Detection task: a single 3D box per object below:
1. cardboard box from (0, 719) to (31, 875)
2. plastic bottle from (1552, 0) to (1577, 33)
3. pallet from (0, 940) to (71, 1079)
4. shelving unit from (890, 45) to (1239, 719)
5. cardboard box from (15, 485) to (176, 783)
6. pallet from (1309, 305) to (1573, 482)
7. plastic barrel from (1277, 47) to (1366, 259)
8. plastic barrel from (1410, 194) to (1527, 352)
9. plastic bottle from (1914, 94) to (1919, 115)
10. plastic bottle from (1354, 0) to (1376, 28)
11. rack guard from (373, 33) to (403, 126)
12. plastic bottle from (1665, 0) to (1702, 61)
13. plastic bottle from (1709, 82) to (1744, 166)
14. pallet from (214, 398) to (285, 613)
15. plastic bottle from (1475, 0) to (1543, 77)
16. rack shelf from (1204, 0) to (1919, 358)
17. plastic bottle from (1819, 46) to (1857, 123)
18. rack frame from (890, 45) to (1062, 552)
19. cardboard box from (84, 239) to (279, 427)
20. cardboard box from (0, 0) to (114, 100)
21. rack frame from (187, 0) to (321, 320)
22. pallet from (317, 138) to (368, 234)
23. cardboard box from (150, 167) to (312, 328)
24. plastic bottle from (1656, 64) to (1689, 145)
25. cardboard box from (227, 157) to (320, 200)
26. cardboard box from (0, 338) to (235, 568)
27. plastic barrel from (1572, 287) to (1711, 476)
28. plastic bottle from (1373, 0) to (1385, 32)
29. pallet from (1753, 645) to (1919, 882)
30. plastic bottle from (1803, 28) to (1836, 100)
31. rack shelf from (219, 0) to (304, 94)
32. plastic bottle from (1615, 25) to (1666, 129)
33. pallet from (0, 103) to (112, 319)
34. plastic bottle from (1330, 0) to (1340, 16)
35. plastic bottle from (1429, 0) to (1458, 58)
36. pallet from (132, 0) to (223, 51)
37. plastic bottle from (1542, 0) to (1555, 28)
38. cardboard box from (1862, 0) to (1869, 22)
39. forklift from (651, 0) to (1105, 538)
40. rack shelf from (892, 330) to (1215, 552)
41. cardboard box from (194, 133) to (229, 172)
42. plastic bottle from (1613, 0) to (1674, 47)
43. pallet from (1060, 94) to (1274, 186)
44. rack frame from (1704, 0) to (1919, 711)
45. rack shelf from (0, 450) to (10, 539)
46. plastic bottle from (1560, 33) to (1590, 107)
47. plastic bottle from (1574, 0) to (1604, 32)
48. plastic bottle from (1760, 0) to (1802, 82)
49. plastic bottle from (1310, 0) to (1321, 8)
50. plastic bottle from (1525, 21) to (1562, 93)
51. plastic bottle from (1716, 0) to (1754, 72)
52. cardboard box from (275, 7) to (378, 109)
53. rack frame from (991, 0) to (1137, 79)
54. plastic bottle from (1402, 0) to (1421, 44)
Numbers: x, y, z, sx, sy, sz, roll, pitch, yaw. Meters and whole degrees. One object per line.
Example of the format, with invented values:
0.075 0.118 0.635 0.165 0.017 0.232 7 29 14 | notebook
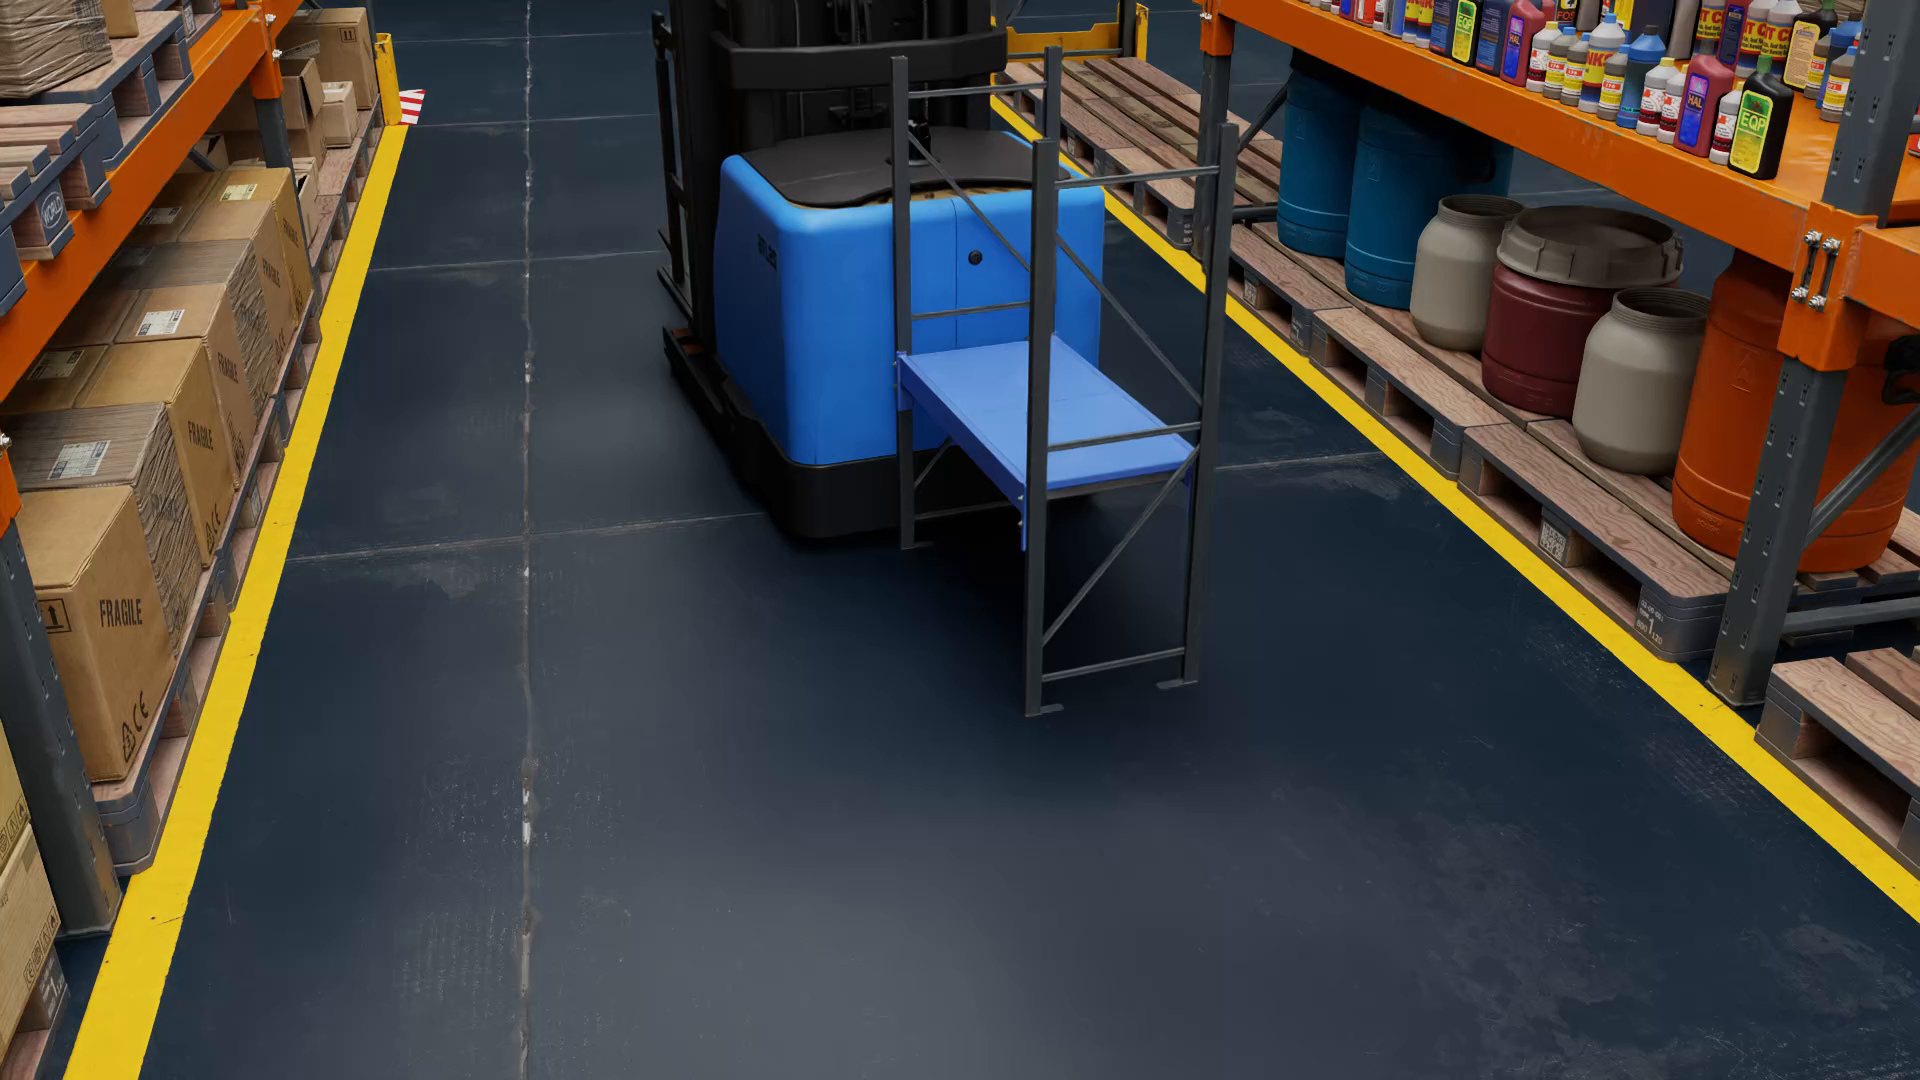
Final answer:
-1.965 0.526 2.841 0.500 0.311 0.500 -5 27 -10 | cardboard box
2.167 -1.965 5.956 0.097 0.271 0.097 0 27 0 | plastic bottle
-2.176 1.142 2.753 1.003 0.211 1.213 -6 27 -12 | pallet
0.224 -0.464 4.504 0.538 1.500 1.048 -9 28 -18 | shelving unit
-2.147 0.222 3.766 0.500 0.500 0.500 -5 27 -9 | cardboard box
2.014 -0.601 6.207 1.003 0.211 1.213 -6 27 -12 | pallet
1.708 -1.736 7.223 0.600 0.901 0.708 -6 27 -12 | plastic barrel
1.908 -0.994 6.186 0.421 0.512 0.421 0 27 0 | plastic barrel
2.691 -1.289 4.605 0.061 0.283 0.133 -6 27 -12 | plastic bottle
1.544 -2.022 6.065 0.152 0.276 0.135 -6 27 -12 | plastic bottle
-4.109 -2.831 10.304 1.175 0.500 0.348 -6 27 -12 | rack guard
2.408 -1.746 5.518 0.152 0.276 0.135 -6 27 -12 | plastic bottle
1.988 -1.068 4.257 0.097 0.201 0.097 0 27 0 | plastic bottle
-2.726 -0.090 5.193 1.003 0.211 1.213 -6 27 -12 | pallet
1.744 -1.658 5.260 0.144 0.351 0.185 -6 27 -12 | plastic bottle
2.053 -1.527 5.744 1.077 0.370 4.000 -6 27 -12 | rack shelf
2.499 -1.286 4.689 0.097 0.201 0.097 0 27 0 | plastic bottle
0.047 -0.678 4.930 0.500 1.500 0.032 -9 28 -18 | rack frame
-2.619 -0.679 5.553 0.500 0.500 0.500 -6 27 -11 | cardboard box
-2.595 -1.386 4.091 0.700 0.500 0.500 -1 27 -2 | cardboard box
-3.225 -2.224 6.328 1.000 3.000 0.127 -6 27 -12 | rack frame
-3.657 -1.818 8.617 1.003 0.211 1.213 -6 27 -12 | pallet
-2.834 -1.117 6.421 0.500 0.500 0.500 -6 27 -12 | cardboard box
1.936 -1.169 4.458 0.097 0.201 0.097 0 27 0 | plastic bottle
-3.313 -1.741 8.026 0.380 0.166 0.250 -6 27 -12 | cardboard box
-2.379 -0.228 4.658 0.500 0.500 0.500 -6 27 -12 | cardboard box
2.162 -0.498 5.203 0.421 0.512 0.421 0 27 0 | plastic barrel
1.543 -1.935 5.975 0.097 0.201 0.097 0 27 0 | plastic bottle
2.640 0.619 3.789 1.003 0.211 1.213 -6 27 -12 | pallet
2.587 -1.419 4.953 0.097 0.201 0.097 0 27 0 | plastic bottle
-3.676 -2.781 8.230 1.077 0.370 4.000 -6 27 -12 | rack shelf
1.893 -1.286 4.611 0.097 0.271 0.097 0 27 0 | plastic bottle
-2.544 -0.673 3.468 1.213 0.211 1.003 -6 27 -12 | pallet
1.461 -2.095 6.293 0.097 0.201 0.097 0 27 0 | plastic bottle
1.672 -1.797 5.537 0.144 0.351 0.185 -6 27 -12 | plastic bottle
-3.151 -1.777 5.654 1.003 0.211 1.213 -6 27 -12 | pallet
1.838 -1.649 5.318 0.061 0.283 0.133 -6 27 -12 | plastic bottle
6.154 -3.161 10.075 0.875 0.875 0.875 -6 27 -12 | cardboard box
-0.532 -1.957 5.874 1.130 2.935 3.031 -9 28 -18 | forklift
0.224 -0.303 4.585 0.538 0.185 1.000 -9 28 -18 | rack shelf
-3.799 -1.771 7.926 0.500 0.311 0.500 -6 27 -12 | cardboard box
2.258 -1.775 5.493 0.144 0.351 0.185 -6 27 -12 | plastic bottle
1.120 -2.336 9.645 1.003 0.211 1.213 -6 27 -12 | pallet
2.503 -0.970 3.842 1.000 3.000 0.127 -6 27 -12 | rack frame
-1.873 0.731 1.271 1.077 0.370 4.000 -6 27 -12 | rack shelf
1.827 -1.383 4.881 0.097 0.201 0.097 0 27 0 | plastic bottle
2.284 -1.987 5.996 0.152 0.276 0.135 -6 27 -12 | plastic bottle
2.535 -1.552 5.138 0.097 0.271 0.097 0 27 0 | plastic bottle
1.417 -2.212 6.446 0.097 0.271 0.097 0 27 0 | plastic bottle
1.783 -1.468 5.050 0.097 0.201 0.097 0 27 0 | plastic bottle
2.505 -1.652 5.324 0.061 0.283 0.133 -6 27 -12 | plastic bottle
-3.764 -2.847 9.848 0.500 0.500 0.500 -6 27 -12 | cardboard box
0.701 -4.482 10.800 1.000 3.000 0.127 -6 27 -12 | rack frame
1.596 -1.864 5.758 0.097 0.271 0.097 0 27 0 | plastic bottle
